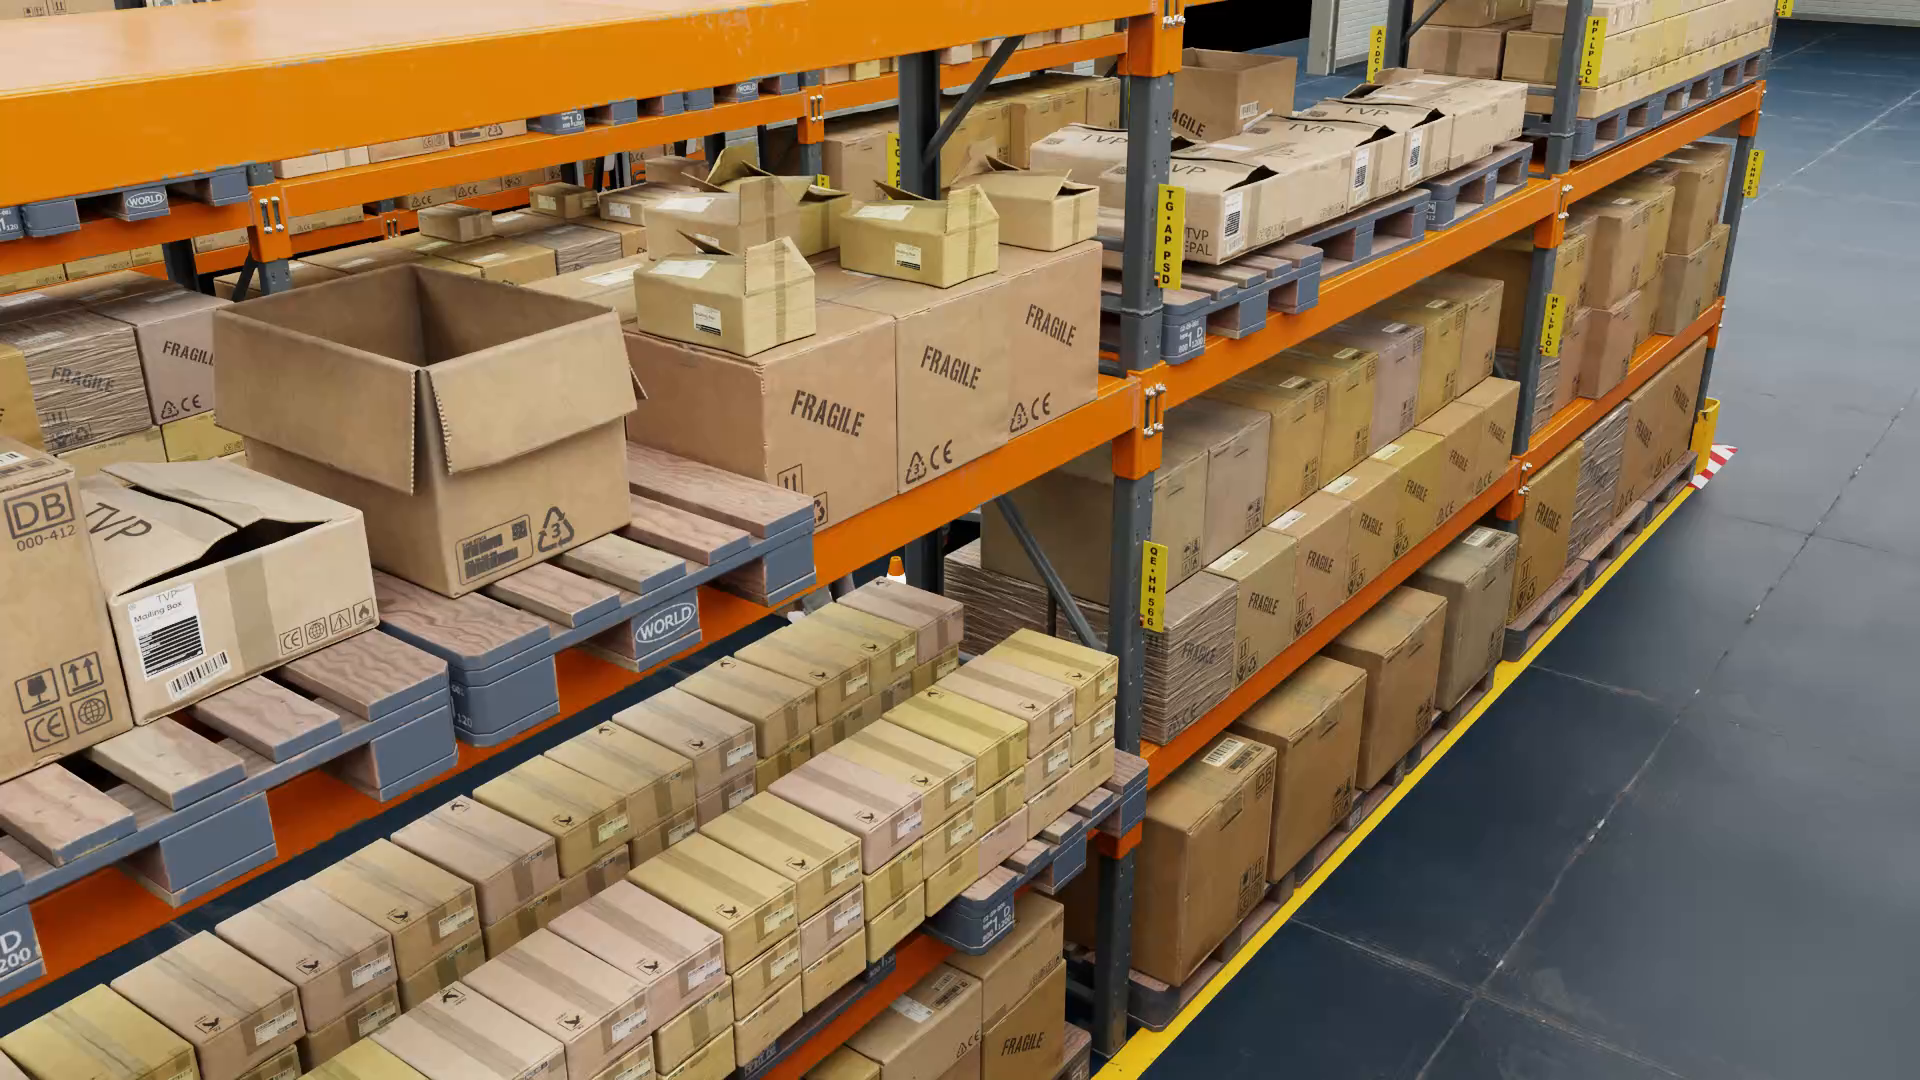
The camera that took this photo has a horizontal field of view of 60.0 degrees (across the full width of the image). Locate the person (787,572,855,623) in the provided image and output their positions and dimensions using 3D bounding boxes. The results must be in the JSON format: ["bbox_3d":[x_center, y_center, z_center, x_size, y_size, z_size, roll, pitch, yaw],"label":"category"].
[{"bbox_3d":[-0.829,-0.283,9.749,0.357,1.672,0.514,15,28,31],"label":"person"}]
